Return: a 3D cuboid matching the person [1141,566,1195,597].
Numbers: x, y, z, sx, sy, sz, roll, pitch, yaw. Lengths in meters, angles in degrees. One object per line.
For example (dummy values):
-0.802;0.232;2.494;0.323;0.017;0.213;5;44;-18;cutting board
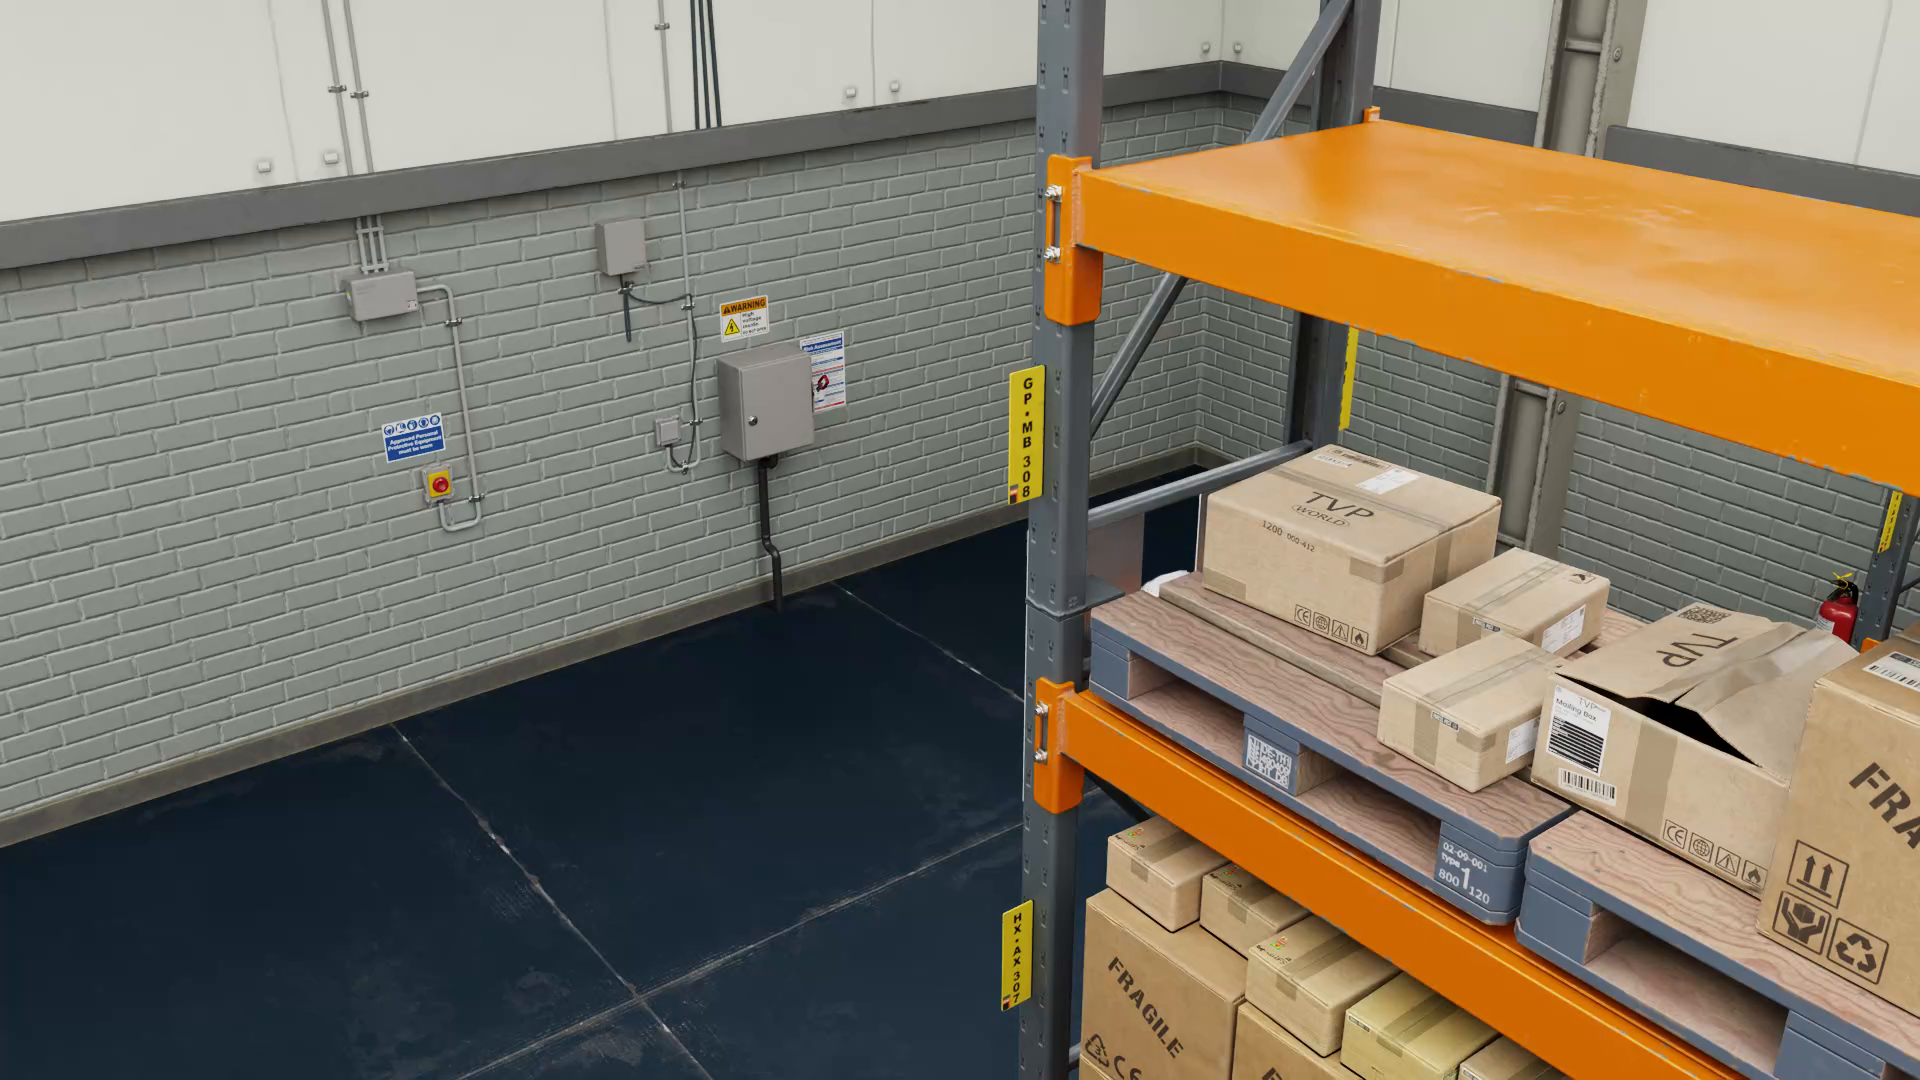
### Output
1.236;0.556;9.453;0.988;0.907;0.532;-19;31;-36;person
